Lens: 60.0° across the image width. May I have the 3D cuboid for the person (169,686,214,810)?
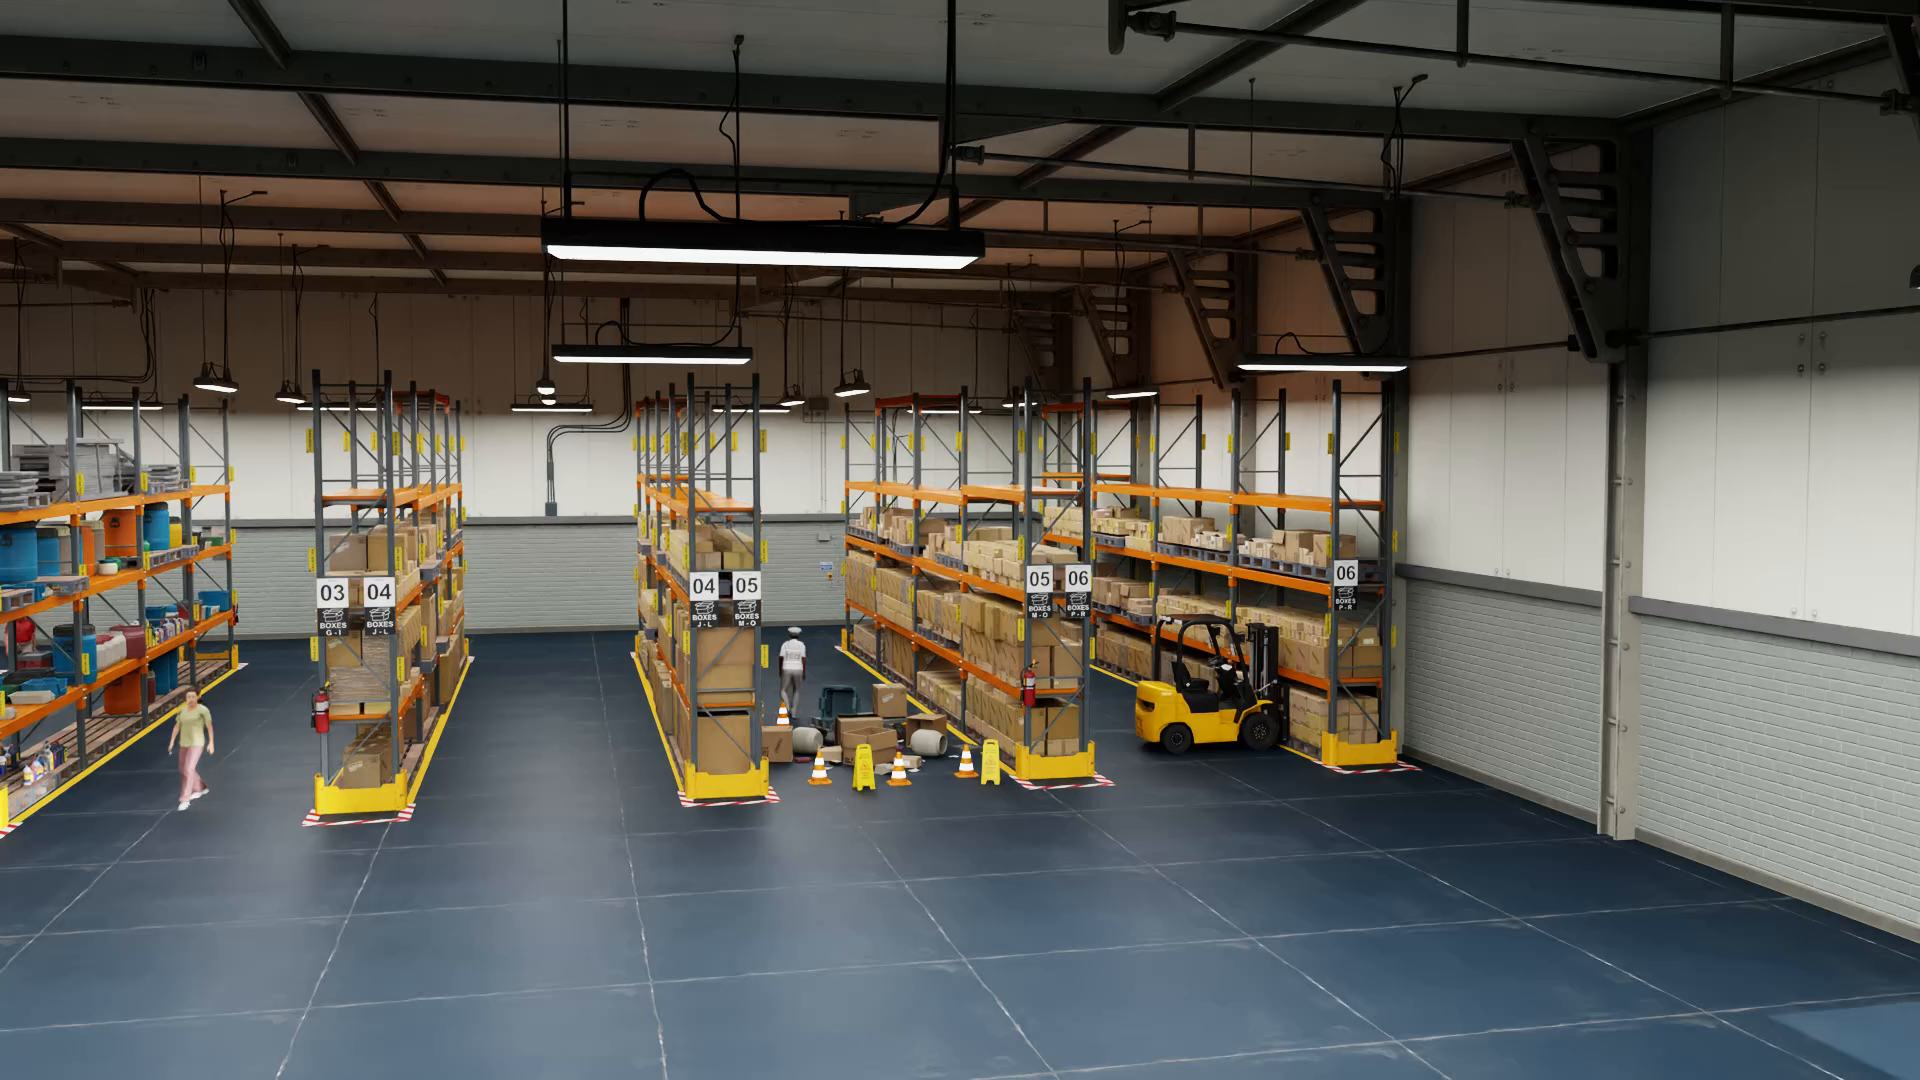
[{"bbox_3d":[-10.644,2.863,23.067,0.520,1.683,0.714,0,3,6],"label":"person"}]

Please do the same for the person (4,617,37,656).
[{"bbox_3d":[-19.185,2.198,33.925,0.514,1.664,1.099,-1,3,-17],"label":"person"}]

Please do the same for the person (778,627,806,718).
[{"bbox_3d":[-3.057,2.437,30.263,0.533,1.645,0.642,-1,3,-11],"label":"person"}]
